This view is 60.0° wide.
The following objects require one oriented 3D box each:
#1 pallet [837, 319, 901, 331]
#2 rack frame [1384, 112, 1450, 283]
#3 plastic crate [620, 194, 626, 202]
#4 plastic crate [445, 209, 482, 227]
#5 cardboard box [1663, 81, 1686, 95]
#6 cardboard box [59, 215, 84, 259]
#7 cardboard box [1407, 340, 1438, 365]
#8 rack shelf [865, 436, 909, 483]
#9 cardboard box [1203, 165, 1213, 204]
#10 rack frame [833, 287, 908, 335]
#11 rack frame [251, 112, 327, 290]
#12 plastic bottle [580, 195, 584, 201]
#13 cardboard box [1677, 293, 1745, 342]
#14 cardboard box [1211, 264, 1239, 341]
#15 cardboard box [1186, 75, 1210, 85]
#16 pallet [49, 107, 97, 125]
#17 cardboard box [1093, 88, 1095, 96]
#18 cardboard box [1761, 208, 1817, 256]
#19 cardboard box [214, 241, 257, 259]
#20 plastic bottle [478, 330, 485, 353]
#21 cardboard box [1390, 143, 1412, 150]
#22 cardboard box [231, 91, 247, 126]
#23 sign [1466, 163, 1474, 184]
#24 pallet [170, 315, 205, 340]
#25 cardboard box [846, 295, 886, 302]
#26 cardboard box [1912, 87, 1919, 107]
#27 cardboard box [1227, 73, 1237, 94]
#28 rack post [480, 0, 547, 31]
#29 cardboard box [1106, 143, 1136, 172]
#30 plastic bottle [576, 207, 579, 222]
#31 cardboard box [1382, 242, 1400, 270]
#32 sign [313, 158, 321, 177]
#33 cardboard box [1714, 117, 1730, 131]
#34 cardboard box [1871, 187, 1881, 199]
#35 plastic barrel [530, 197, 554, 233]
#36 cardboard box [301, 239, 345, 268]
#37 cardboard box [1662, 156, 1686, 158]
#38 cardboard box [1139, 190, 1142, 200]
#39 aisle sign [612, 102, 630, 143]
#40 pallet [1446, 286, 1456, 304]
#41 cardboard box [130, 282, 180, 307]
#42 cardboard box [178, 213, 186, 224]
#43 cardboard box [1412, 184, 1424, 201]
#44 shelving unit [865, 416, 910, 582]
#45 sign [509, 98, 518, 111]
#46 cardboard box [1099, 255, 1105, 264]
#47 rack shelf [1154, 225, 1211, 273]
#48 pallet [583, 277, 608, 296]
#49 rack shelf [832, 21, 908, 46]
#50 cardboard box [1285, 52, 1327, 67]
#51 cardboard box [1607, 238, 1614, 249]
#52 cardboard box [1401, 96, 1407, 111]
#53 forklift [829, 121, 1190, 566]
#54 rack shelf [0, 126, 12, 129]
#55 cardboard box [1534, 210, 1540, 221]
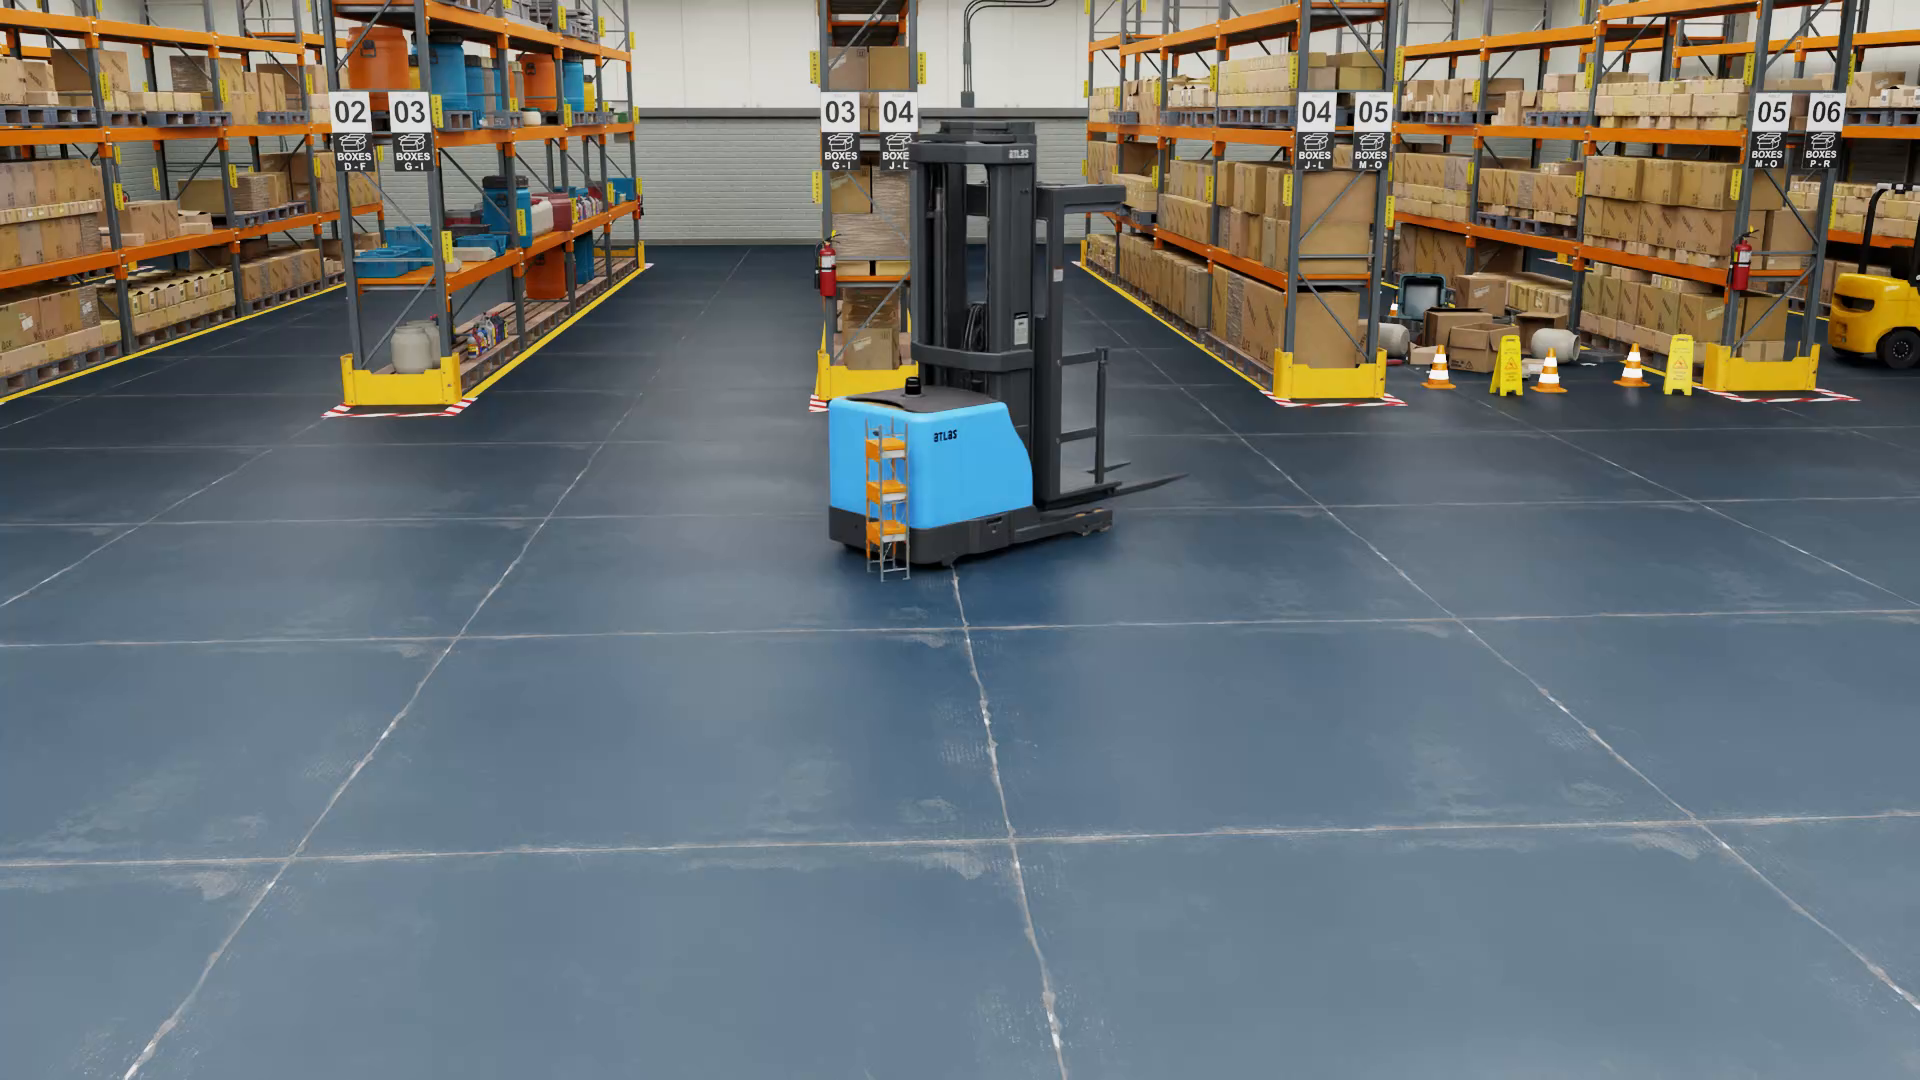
[{"bbox_3d":[-1.237,-2.821,22.566,1.003,0.211,1.213,-1,14,-3],"label":"pallet"},{"bbox_3d":[8.208,-6.120,29.794,1.000,3.000,0.127,-1,14,-3],"label":"rack frame"},{"bbox_3d":[-6.643,-6.587,32.016,0.396,0.136,0.243,-1,14,-3],"label":"plastic crate"},{"bbox_3d":[-6.466,-4.048,21.611,0.402,0.464,0.583,-1,14,-3],"label":"plastic crate"},{"bbox_3d":[8.508,-5.314,19.542,0.380,0.149,0.250,-1,14,-2],"label":"cardboard box"},{"bbox_3d":[-11.001,-3.633,19.925,0.700,0.500,0.500,-1,14,-4],"label":"cardboard box"},{"bbox_3d":[5.715,-2.306,20.456,0.396,0.266,0.258,2,15,6],"label":"cardboard box"},{"bbox_3d":[-0.480,-0.535,10.900,0.215,0.259,0.240,-6,16,-23],"label":"rack shelf"},{"bbox_3d":[3.699,-4.813,22.506,0.700,0.500,0.500,-1,14,-4],"label":"cardboard box"},{"bbox_3d":[-1.187,-3.978,21.466,1.000,3.000,0.127,-1,14,-3],"label":"rack frame"},{"bbox_3d":[-11.570,-5.815,28.608,1.000,3.000,0.127,-1,14,-3],"label":"rack frame"},{"bbox_3d":[-6.386,-5.641,28.031,0.144,0.351,0.185,-1,14,-3],"label":"plastic bottle"},{"bbox_3d":[8.642,-2.566,19.150,0.500,0.500,0.500,-1,14,-3],"label":"cardboard box"},{"bbox_3d":[3.739,-3.046,21.267,0.875,0.875,0.875,-1,14,-3],"label":"cardboard box"},{"bbox_3d":[3.740,-7.129,25.957,0.396,0.266,0.258,-1,14,-3],"label":"cardboard box"},{"bbox_3d":[-10.996,-5.024,19.690,1.003,0.211,1.213,-1,14,-3],"label":"pallet"},{"bbox_3d":[2.761,-8.612,31.957,0.380,0.149,0.250,-1,14,-4],"label":"cardboard box"},{"bbox_3d":[9.199,-3.450,18.620,0.500,0.500,0.500,-1,14,-4],"label":"cardboard box"},{"bbox_3d":[-11.690,-4.683,26.838,0.500,0.250,0.500,-1,14,-4],"label":"cardboard box"},{"bbox_3d":[-5.711,-2.364,19.787,0.097,0.271,0.097,0,14,0],"label":"plastic bottle"},{"bbox_3d":[7.964,-7.106,30.116,0.380,0.149,0.250,-1,14,-2],"label":"cardboard box"},{"bbox_3d":[-11.414,-6.556,25.268,0.910,0.500,0.500,-1,14,-3],"label":"cardboard box"},{"bbox_3d":[7.903,-5.677,25.747,0.100,0.325,0.005,-1,14,-3],"label":"sign"},{"bbox_3d":[-11.238,-2.962,23.115,1.003,0.211,1.213,-1,14,-3],"label":"pallet"},{"bbox_3d":[-1.202,-2.870,21.337,0.500,0.500,0.500,-1,14,-5],"label":"cardboard box"},{"bbox_3d":[13.370,-6.046,22.620,0.500,0.311,0.500,-1,14,-5],"label":"cardboard box"},{"bbox_3d":[3.554,-5.554,20.232,0.500,0.250,0.500,-1,14,-4],"label":"cardboard box"},{"bbox_3d":[-6.338,-7.392,22.295,1.013,1.000,3.121,-1,14,-3],"label":"rack post"},{"bbox_3d":[2.938,-6.937,30.162,0.500,0.500,0.500,-1,14,-5],"label":"cardboard box"},{"bbox_3d":[-6.113,-5.181,26.402,0.097,0.271,0.097,0,14,0],"label":"plastic bottle"},{"bbox_3d":[8.277,-5.241,30.674,0.875,0.438,0.875,-1,14,-4],"label":"cardboard box"},{"bbox_3d":[-11.016,-6.386,28.501,0.100,0.325,0.005,-1,14,-3],"label":"sign"},{"bbox_3d":[8.603,-4.613,18.419,0.380,0.149,0.250,-1,14,-3],"label":"cardboard box"},{"bbox_3d":[13.307,-4.970,23.819,0.380,0.149,0.250,-1,14,-3],"label":"cardboard box"},{"bbox_3d":[-6.101,-4.698,24.040,0.421,0.512,0.421,0,14,0],"label":"plastic barrel"},{"bbox_3d":[-11.692,-5.287,30.680,0.797,0.503,0.637,-1,14,-3],"label":"cardboard box"},{"bbox_3d":[13.336,-7.007,31.439,0.500,0.500,0.500,-1,14,-5],"label":"cardboard box"},{"bbox_3d":[3.019,-5.432,26.183,0.380,0.149,0.250,0,14,-1],"label":"cardboard box"},{"bbox_3d":[-6.586,-8.167,32.532,0.394,0.787,0.004,-1,14,-3],"label":"aisle sign"},{"bbox_3d":[8.483,-3.972,27.041,1.003,0.211,1.213,-1,14,-3],"label":"pallet"},{"bbox_3d":[-10.910,-3.329,22.495,0.500,0.311,0.500,-1,14,-5],"label":"cardboard box"},{"bbox_3d":[-11.460,-4.552,23.877,0.500,0.311,0.500,-1,14,-4],"label":"cardboard box"},{"bbox_3d":[8.019,-5.921,28.316,0.500,0.250,0.500,-1,14,-3],"label":"cardboard box"},{"bbox_3d":[-0.480,-0.270,10.969,0.215,1.050,0.252,-6,16,-23],"label":"shelving unit"},{"bbox_3d":[-5.581,-5.364,20.817,0.100,0.325,0.005,-1,14,-3],"label":"sign"},{"bbox_3d":[2.849,-5.317,31.548,0.380,0.149,0.250,-1,14,-3],"label":"cardboard box"},{"bbox_3d":[3.646,-4.178,23.689,1.077,0.370,4.000,-1,14,-3],"label":"rack shelf"},{"bbox_3d":[-6.620,-4.348,28.501,1.003,0.211,1.213,-1,14,-3],"label":"pallet"},{"bbox_3d":[-1.311,-6.838,22.792,1.077,0.370,4.000,-1,14,-3],"label":"rack shelf"},{"bbox_3d":[3.658,-5.082,17.599,0.380,0.149,0.250,-1,14,-3],"label":"cardboard box"},{"bbox_3d":[8.518,-3.798,21.273,0.380,0.149,0.250,-1,14,-4],"label":"cardboard box"},{"bbox_3d":[7.890,-7.581,28.880,0.396,0.266,0.258,-1,14,-4],"label":"cardboard box"},{"bbox_3d":[0.491,-1.532,12.100,3.031,2.935,1.130,-13,19,-41],"label":"forklift"},{"bbox_3d":[-16.390,-6.345,26.090,1.077,0.370,4.000,-1,14,-3],"label":"rack shelf"},{"bbox_3d":[8.348,-4.590,23.508,0.380,0.149,0.250,-1,14,-3],"label":"cardboard box"}]
